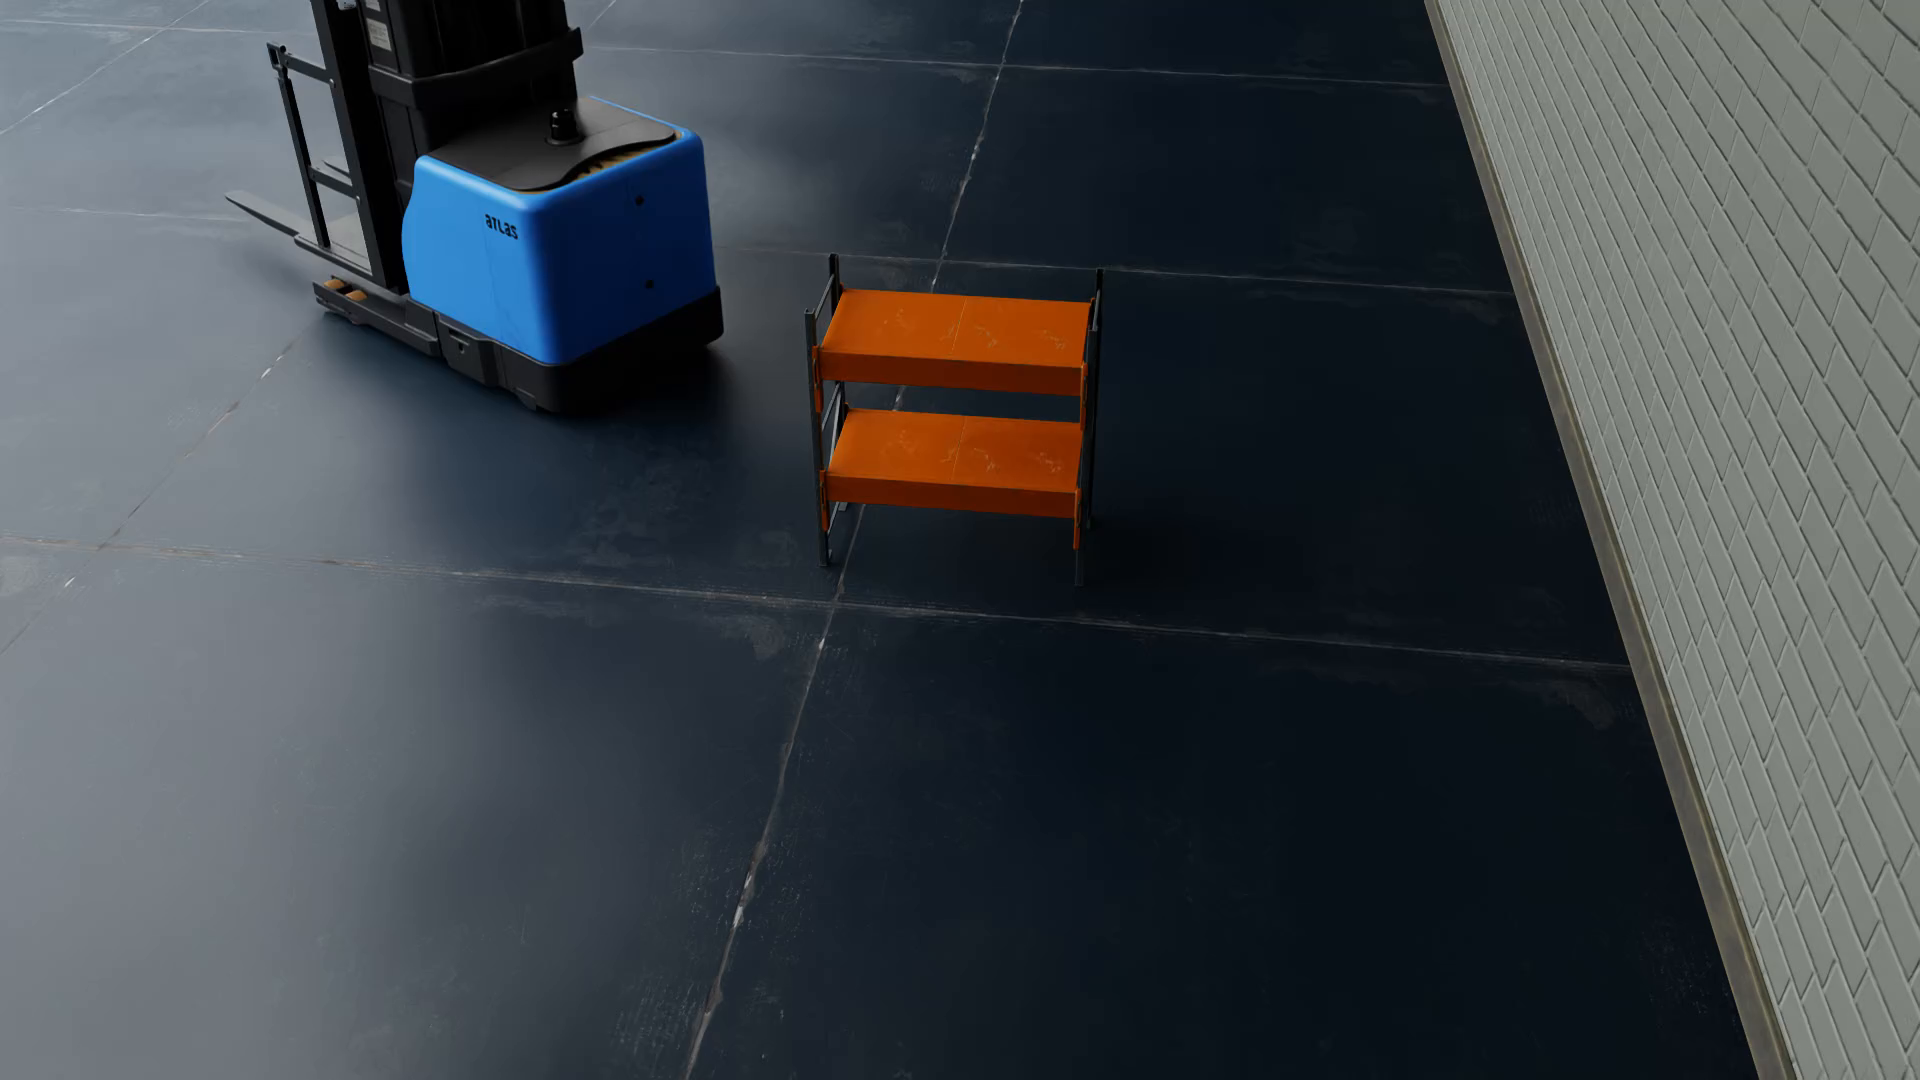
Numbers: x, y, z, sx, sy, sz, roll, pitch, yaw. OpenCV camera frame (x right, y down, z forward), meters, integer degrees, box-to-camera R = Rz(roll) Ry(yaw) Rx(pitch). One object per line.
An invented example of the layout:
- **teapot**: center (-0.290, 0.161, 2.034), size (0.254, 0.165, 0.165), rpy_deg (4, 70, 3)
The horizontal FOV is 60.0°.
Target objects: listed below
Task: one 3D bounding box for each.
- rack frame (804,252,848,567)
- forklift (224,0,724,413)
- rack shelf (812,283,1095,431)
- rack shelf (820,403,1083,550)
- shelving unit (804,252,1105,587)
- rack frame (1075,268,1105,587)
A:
- **rack frame**: center (-0.511, -0.496, 6.477), size (0.032, 1.125, 0.500), rpy_deg (4, 36, 6)
- **forklift**: center (-2.599, -2.471, 7.690), size (3.031, 2.935, 1.130), rpy_deg (26, 43, 31)
- **rack shelf**: center (-0.007, -0.697, 6.254), size (1.000, 0.278, 0.538), rpy_deg (4, 36, 6)
- **rack shelf**: center (-0.007, -0.259, 6.566), size (1.000, 0.278, 0.538), rpy_deg (4, 36, 6)
- **shelving unit**: center (-0.007, -0.458, 6.424), size (1.048, 1.125, 0.538), rpy_deg (4, 36, 6)
- **rack frame**: center (0.498, -0.421, 6.371), size (0.032, 1.125, 0.500), rpy_deg (4, 36, 6)
